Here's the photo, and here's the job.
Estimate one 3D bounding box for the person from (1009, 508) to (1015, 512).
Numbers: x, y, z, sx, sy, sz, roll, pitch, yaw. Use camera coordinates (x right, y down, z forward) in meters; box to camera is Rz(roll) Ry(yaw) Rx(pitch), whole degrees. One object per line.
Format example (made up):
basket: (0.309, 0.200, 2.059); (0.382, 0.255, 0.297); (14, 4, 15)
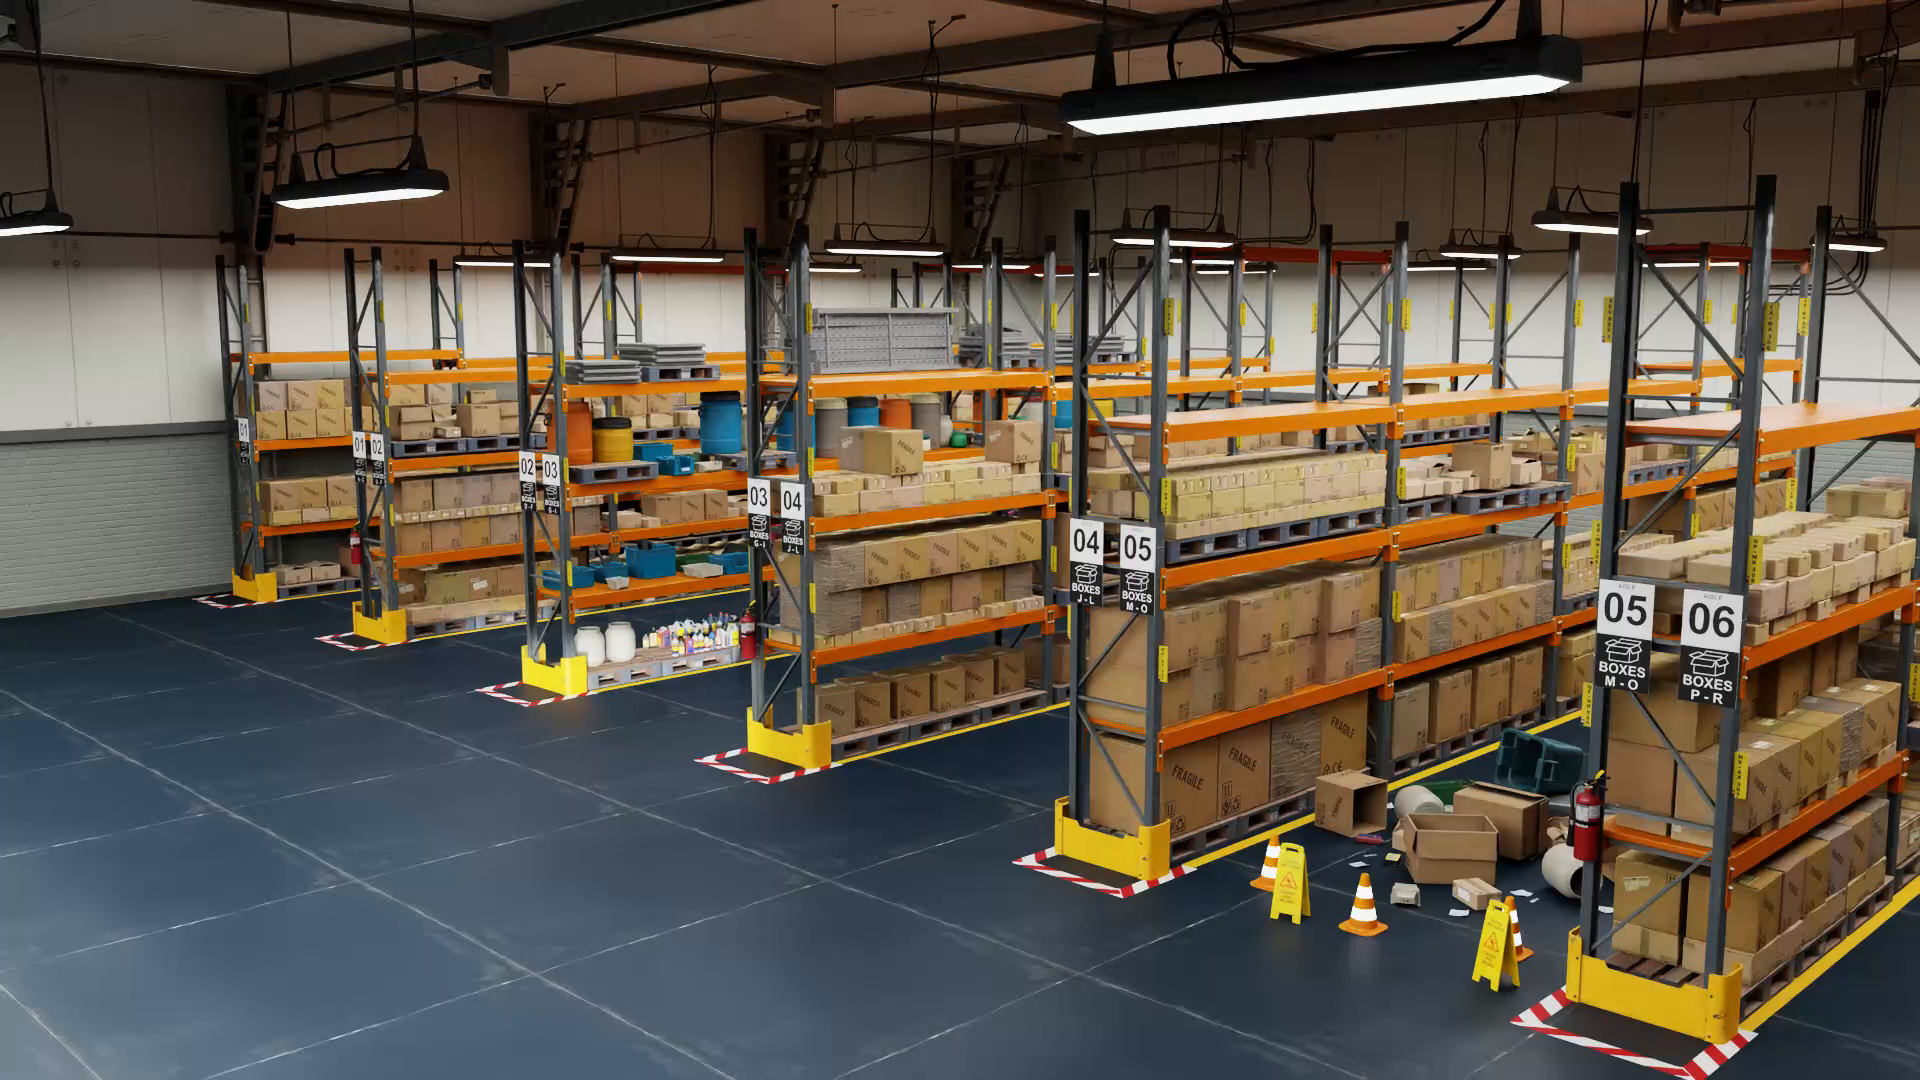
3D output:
person: (1.180, -0.107, 31.404); (0.801, 1.570, 0.560); (-6, 10, -34)

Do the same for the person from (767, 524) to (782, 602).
person: (-3.059, 0.186, 27.377); (0.597, 1.810, 0.376); (-5, 10, -33)
